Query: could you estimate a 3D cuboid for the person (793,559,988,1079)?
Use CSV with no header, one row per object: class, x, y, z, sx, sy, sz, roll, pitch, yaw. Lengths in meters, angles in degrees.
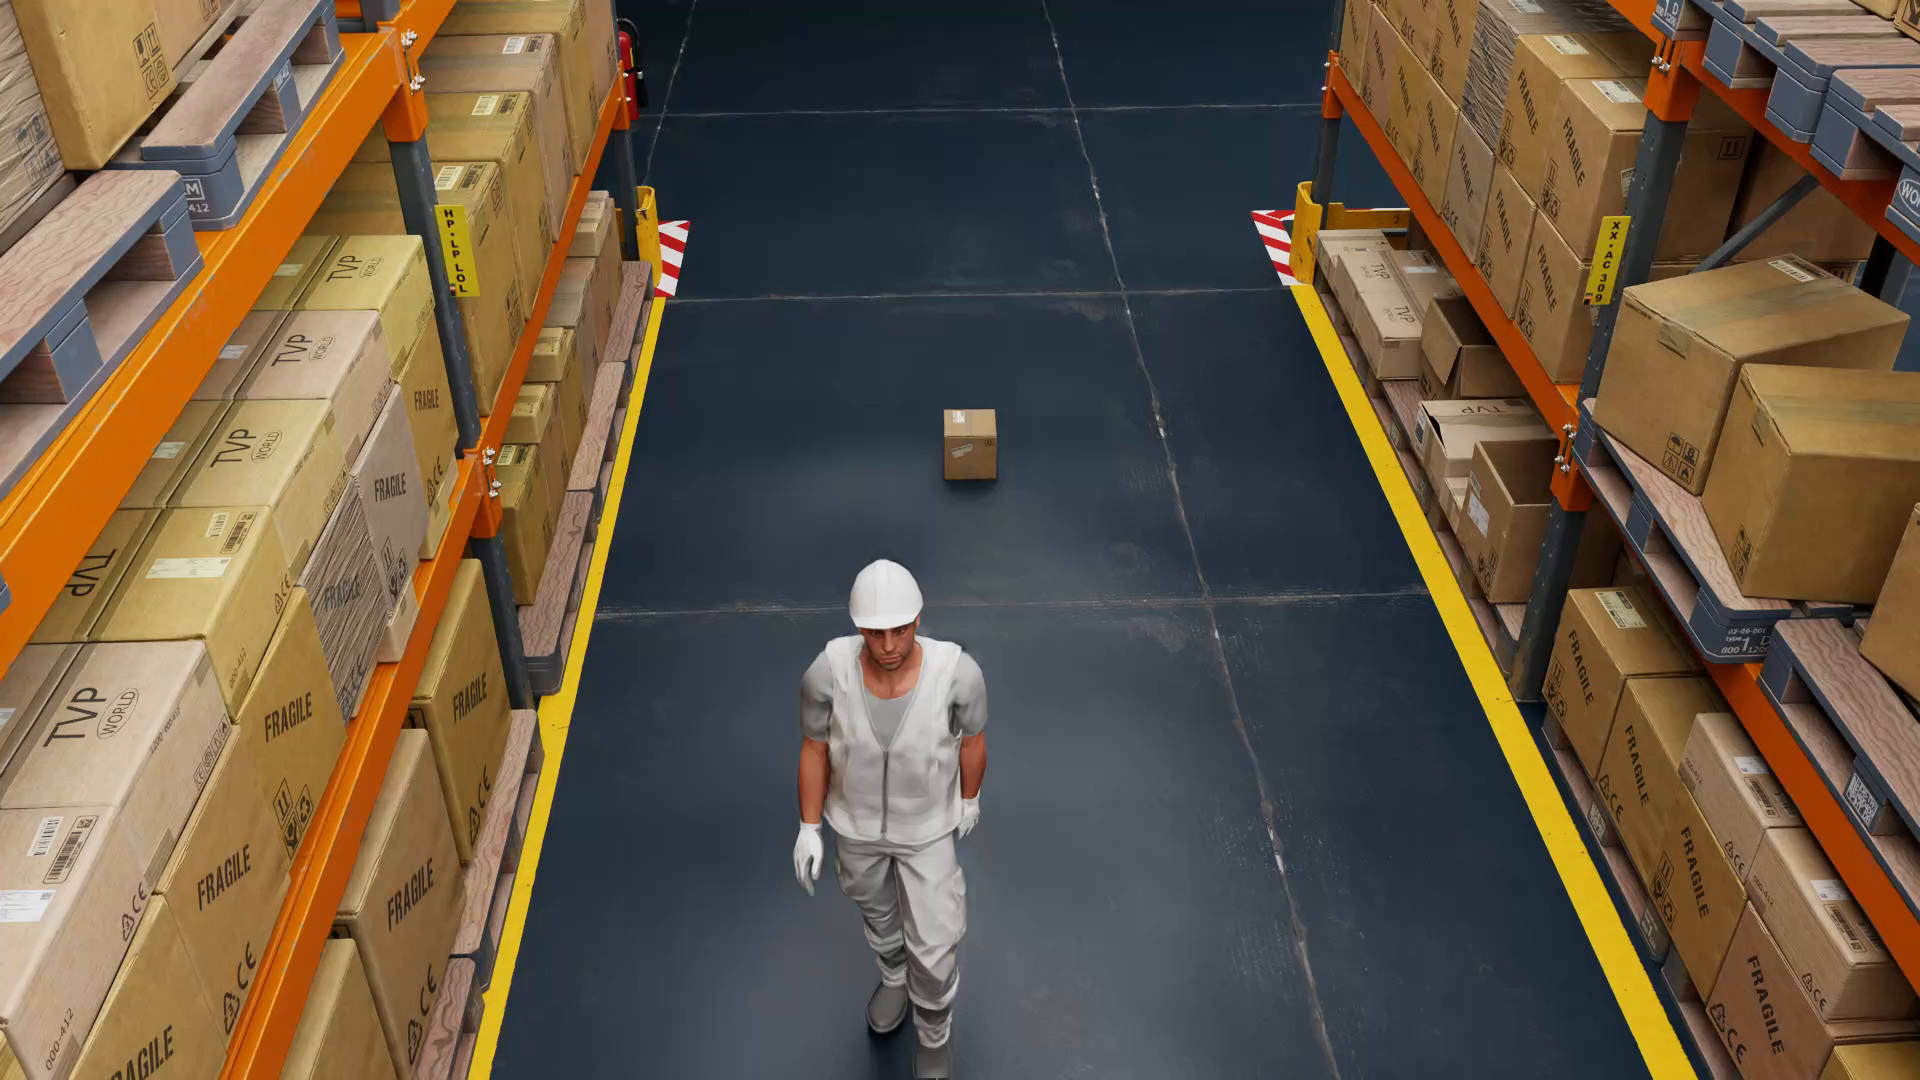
person,-0.206,0.869,4.883,0.537,1.838,0.502,4,35,6
